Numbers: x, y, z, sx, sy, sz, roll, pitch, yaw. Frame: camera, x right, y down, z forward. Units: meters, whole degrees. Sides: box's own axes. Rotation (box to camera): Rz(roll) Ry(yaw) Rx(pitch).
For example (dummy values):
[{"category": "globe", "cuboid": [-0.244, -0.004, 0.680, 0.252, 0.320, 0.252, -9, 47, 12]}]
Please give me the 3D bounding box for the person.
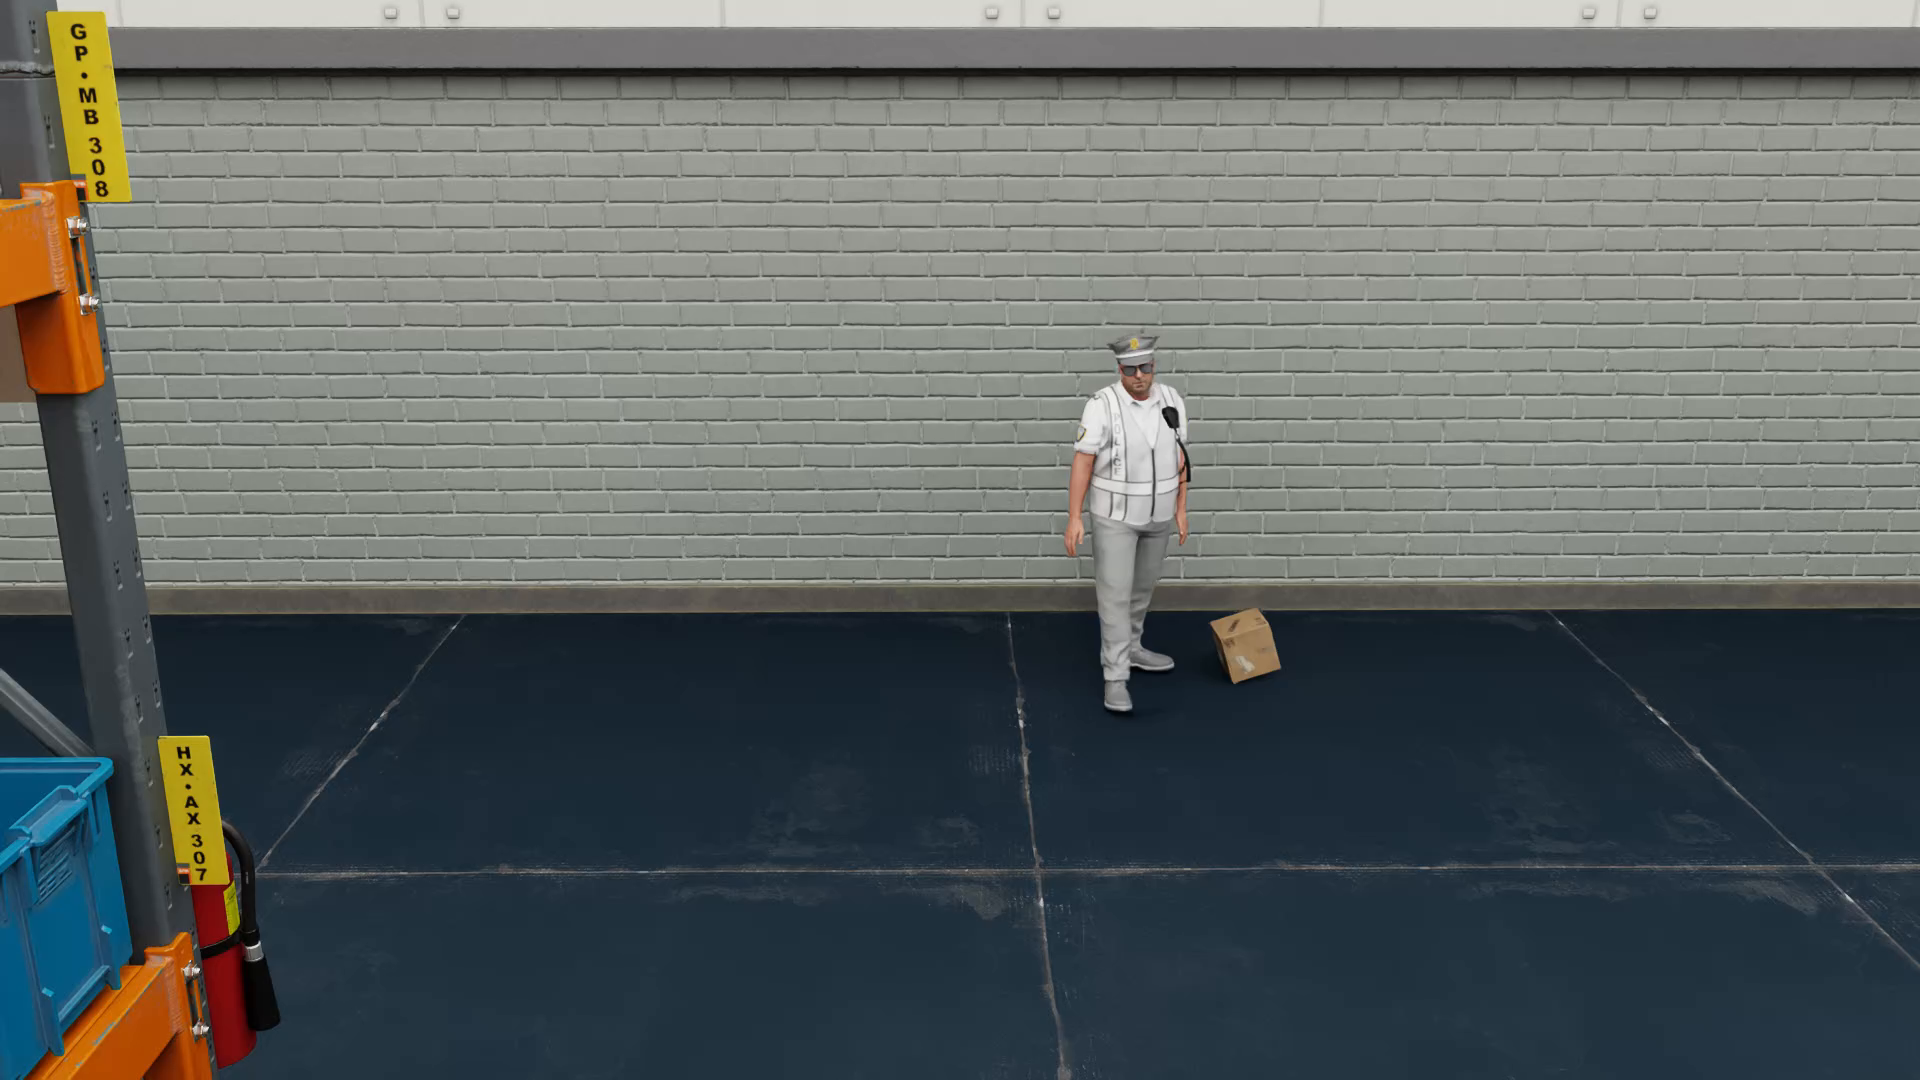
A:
[{"category": "person", "cuboid": [0.817, -0.114, 7.867, 0.658, 1.745, 0.641, -8, 19, -24]}]
